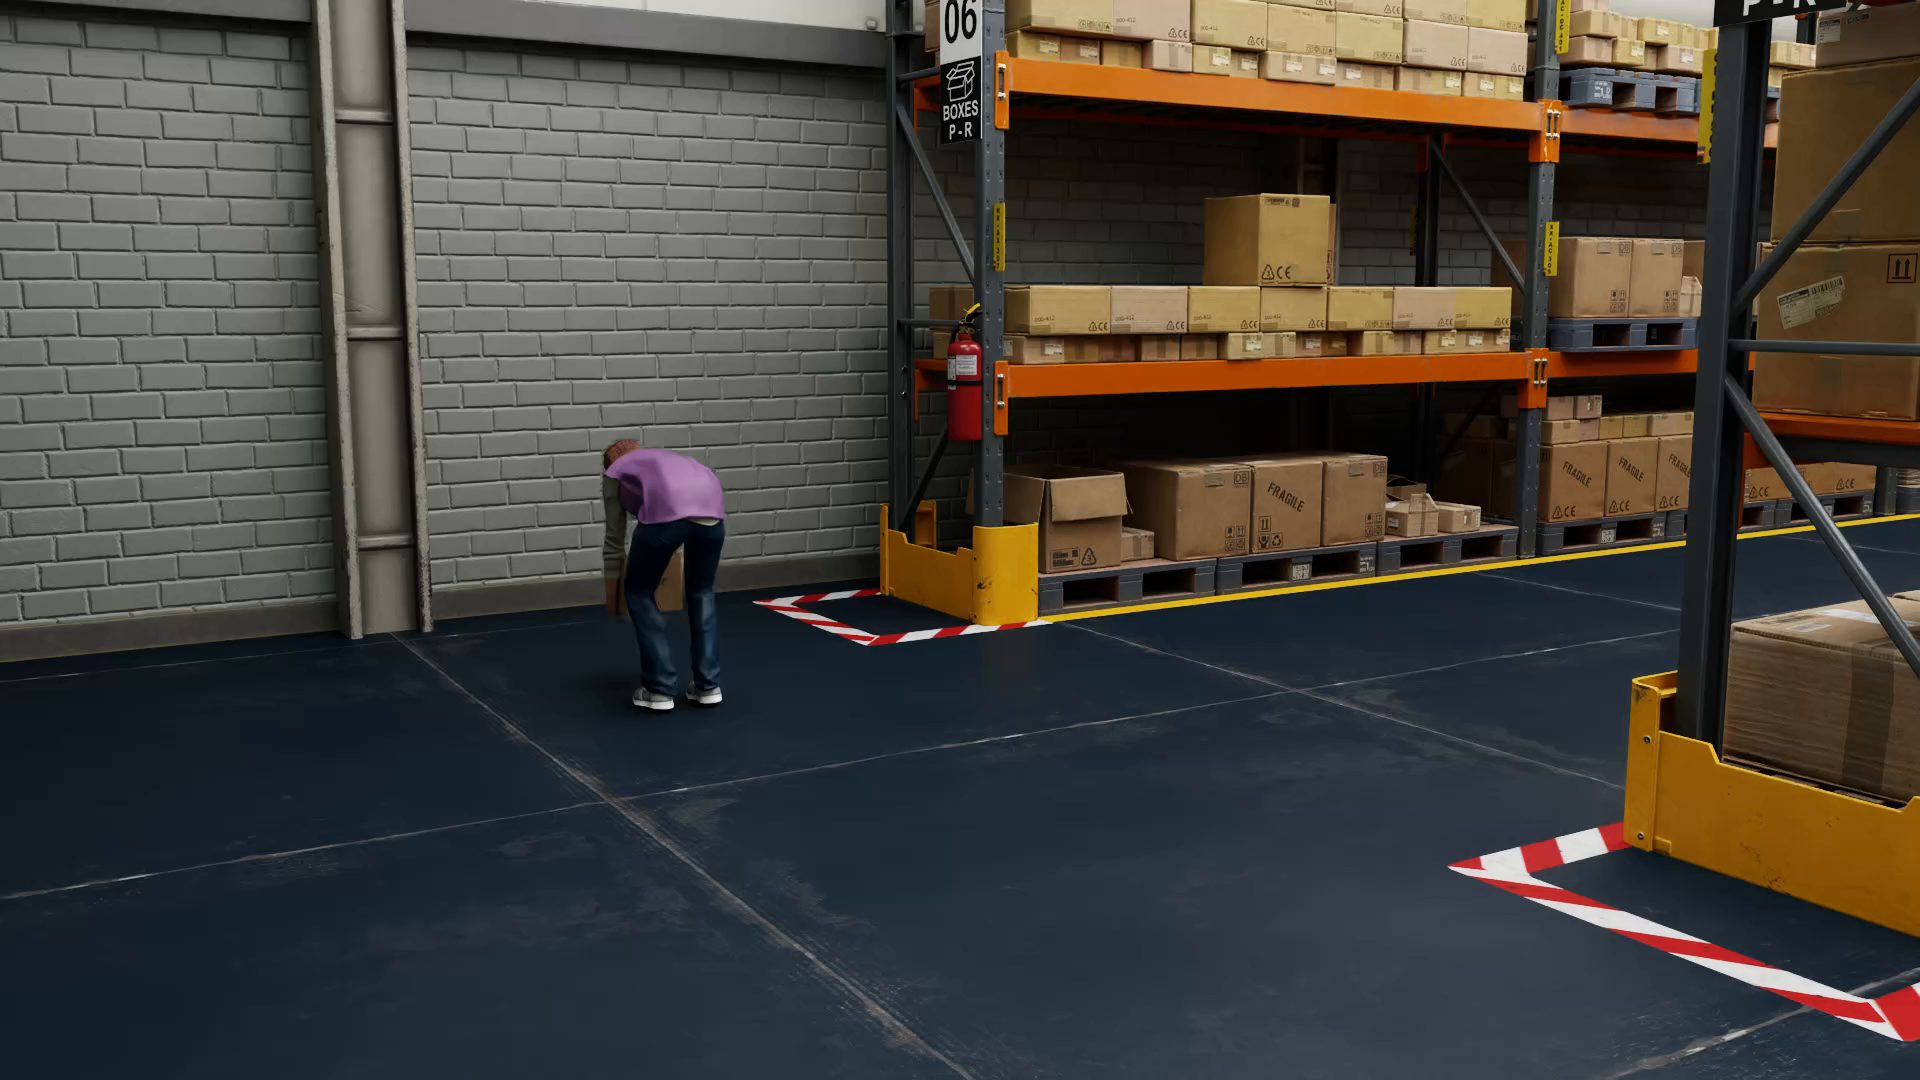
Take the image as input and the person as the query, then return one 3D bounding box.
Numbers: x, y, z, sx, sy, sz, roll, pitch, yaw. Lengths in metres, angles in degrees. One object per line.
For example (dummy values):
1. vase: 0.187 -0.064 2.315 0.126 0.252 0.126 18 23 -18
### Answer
1. person: -1.254 0.131 6.876 0.390 1.047 0.864 -5 10 -33
